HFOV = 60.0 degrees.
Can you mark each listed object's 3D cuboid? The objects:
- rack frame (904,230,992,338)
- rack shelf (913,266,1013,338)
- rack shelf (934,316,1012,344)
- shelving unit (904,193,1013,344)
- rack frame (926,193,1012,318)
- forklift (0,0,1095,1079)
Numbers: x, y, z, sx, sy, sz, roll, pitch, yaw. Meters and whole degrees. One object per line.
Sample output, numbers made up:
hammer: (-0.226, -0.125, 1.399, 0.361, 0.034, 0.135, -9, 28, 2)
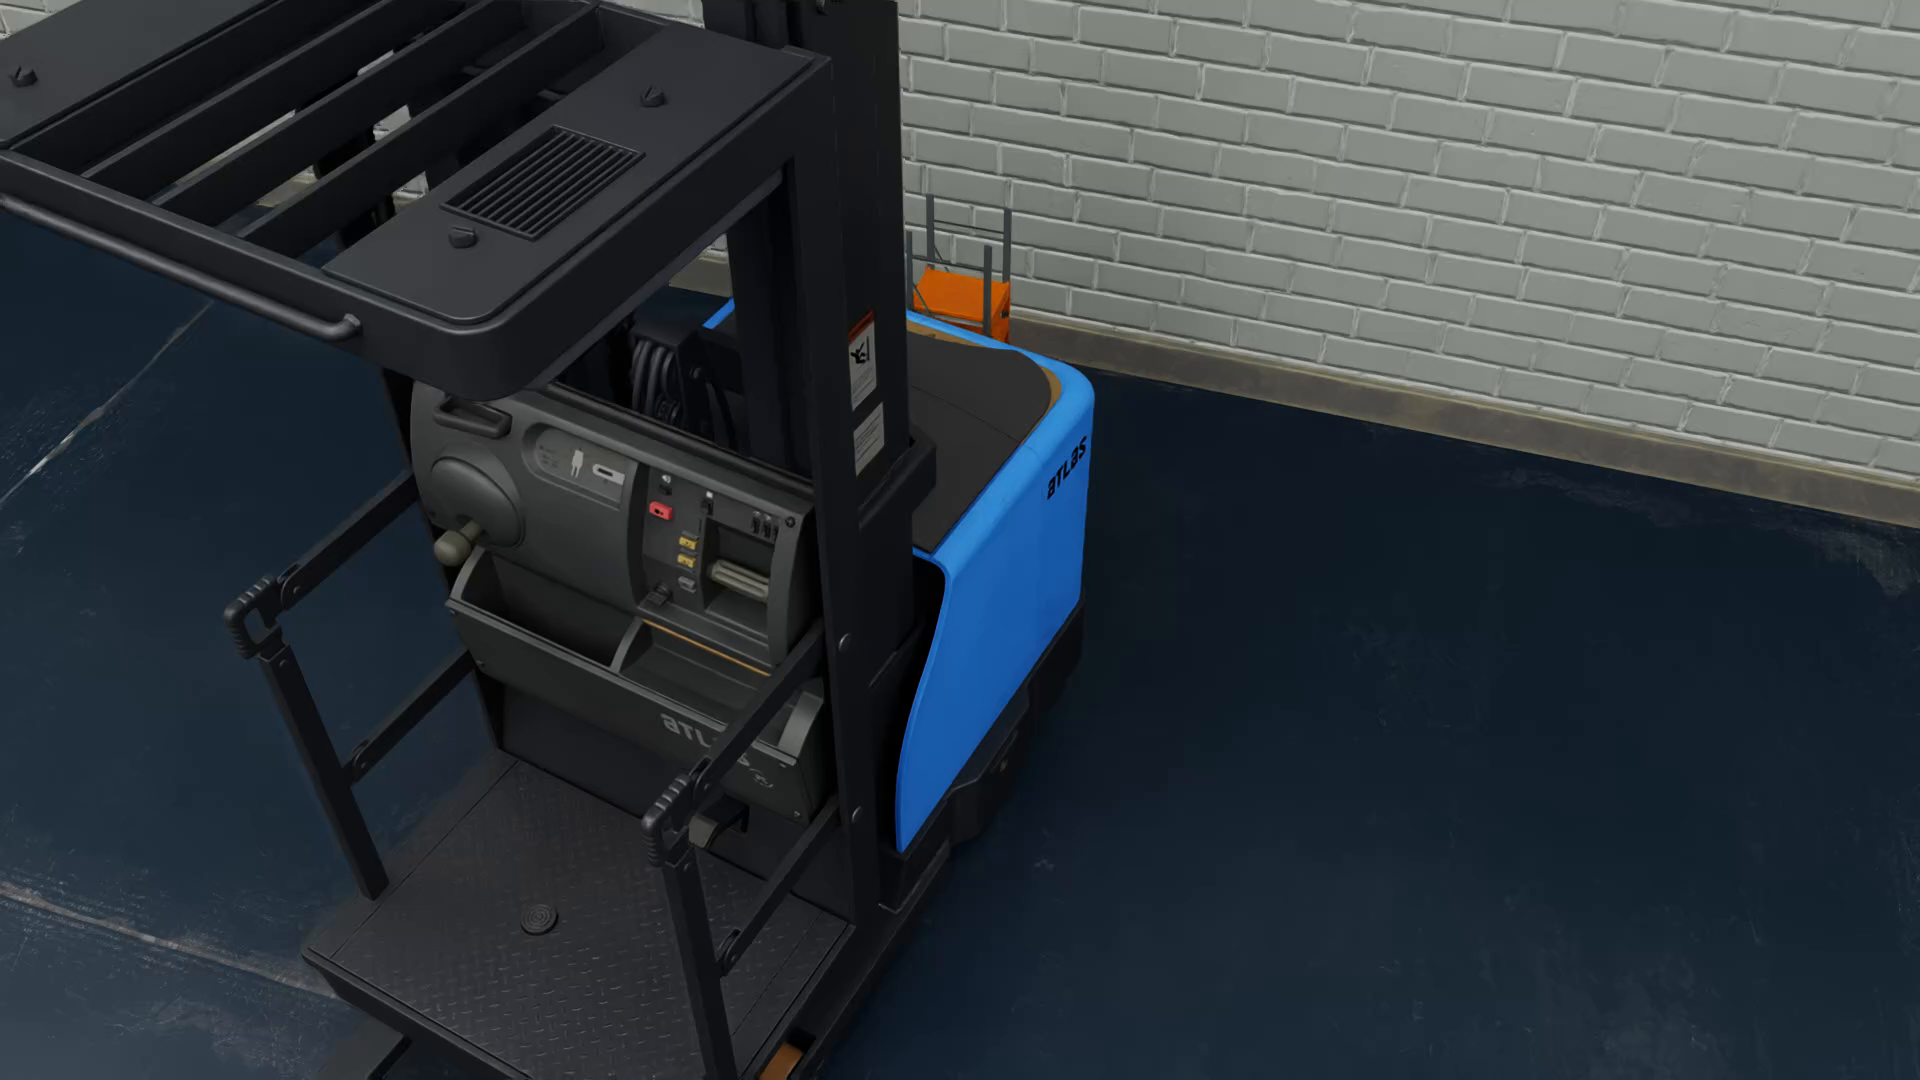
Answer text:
rack frame: (-0.032, -0.358, 4.758, 0.240, 1.200, 0.006, 13, 46, 12)
rack shelf: (-0.004, -0.645, 4.600, 0.258, 0.103, 0.180, 13, 46, 12)
rack shelf: (-0.004, -0.559, 4.684, 0.258, 0.103, 0.180, 13, 46, 12)
shelving unit: (-0.004, -0.419, 4.821, 0.258, 1.200, 0.189, 13, 46, 12)
rack frame: (0.023, -0.480, 4.883, 0.240, 1.200, 0.006, 13, 46, 12)
forklift: (-0.808, 0.037, 3.117, 1.130, 2.935, 3.031, 21, 48, 20)
